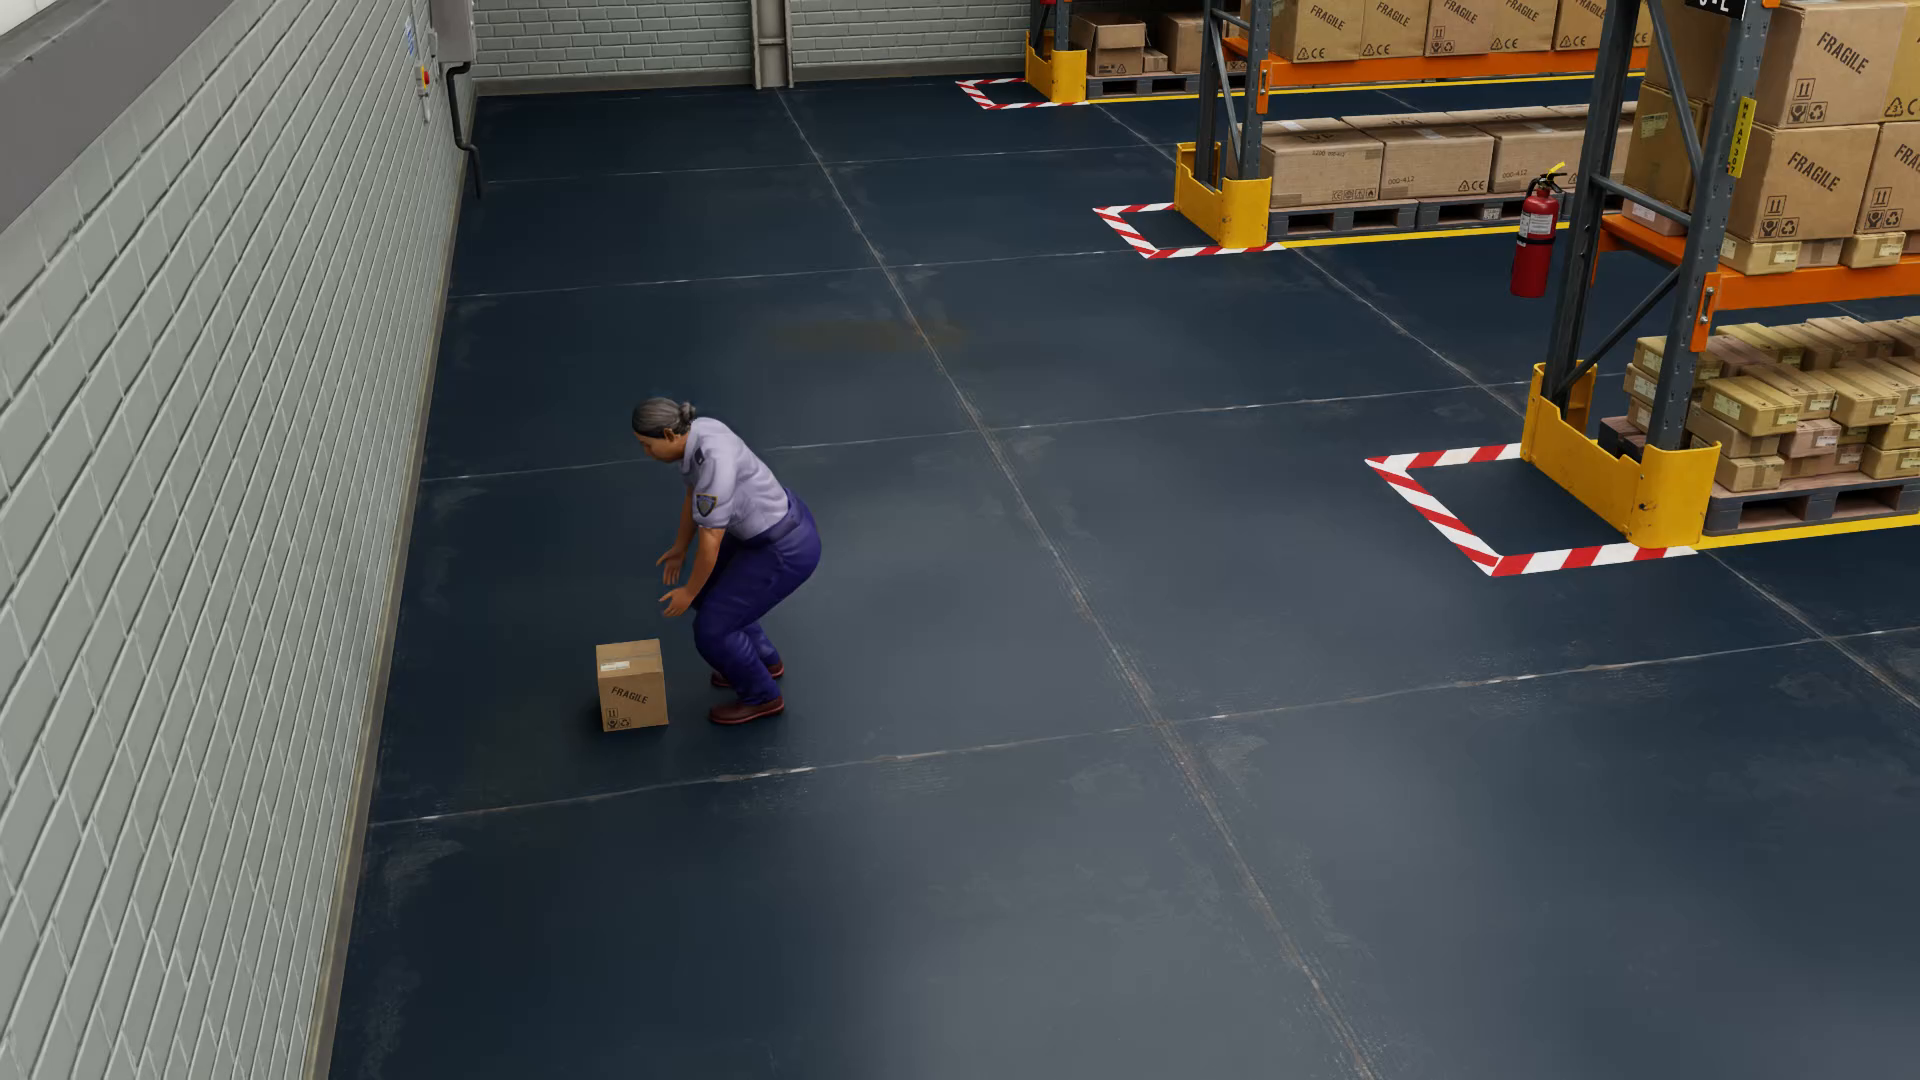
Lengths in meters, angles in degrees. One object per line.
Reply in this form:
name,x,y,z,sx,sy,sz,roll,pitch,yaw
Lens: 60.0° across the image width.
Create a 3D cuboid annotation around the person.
person,-0.868,0.055,6.375,0.673,1.340,0.529,-6,27,-11
